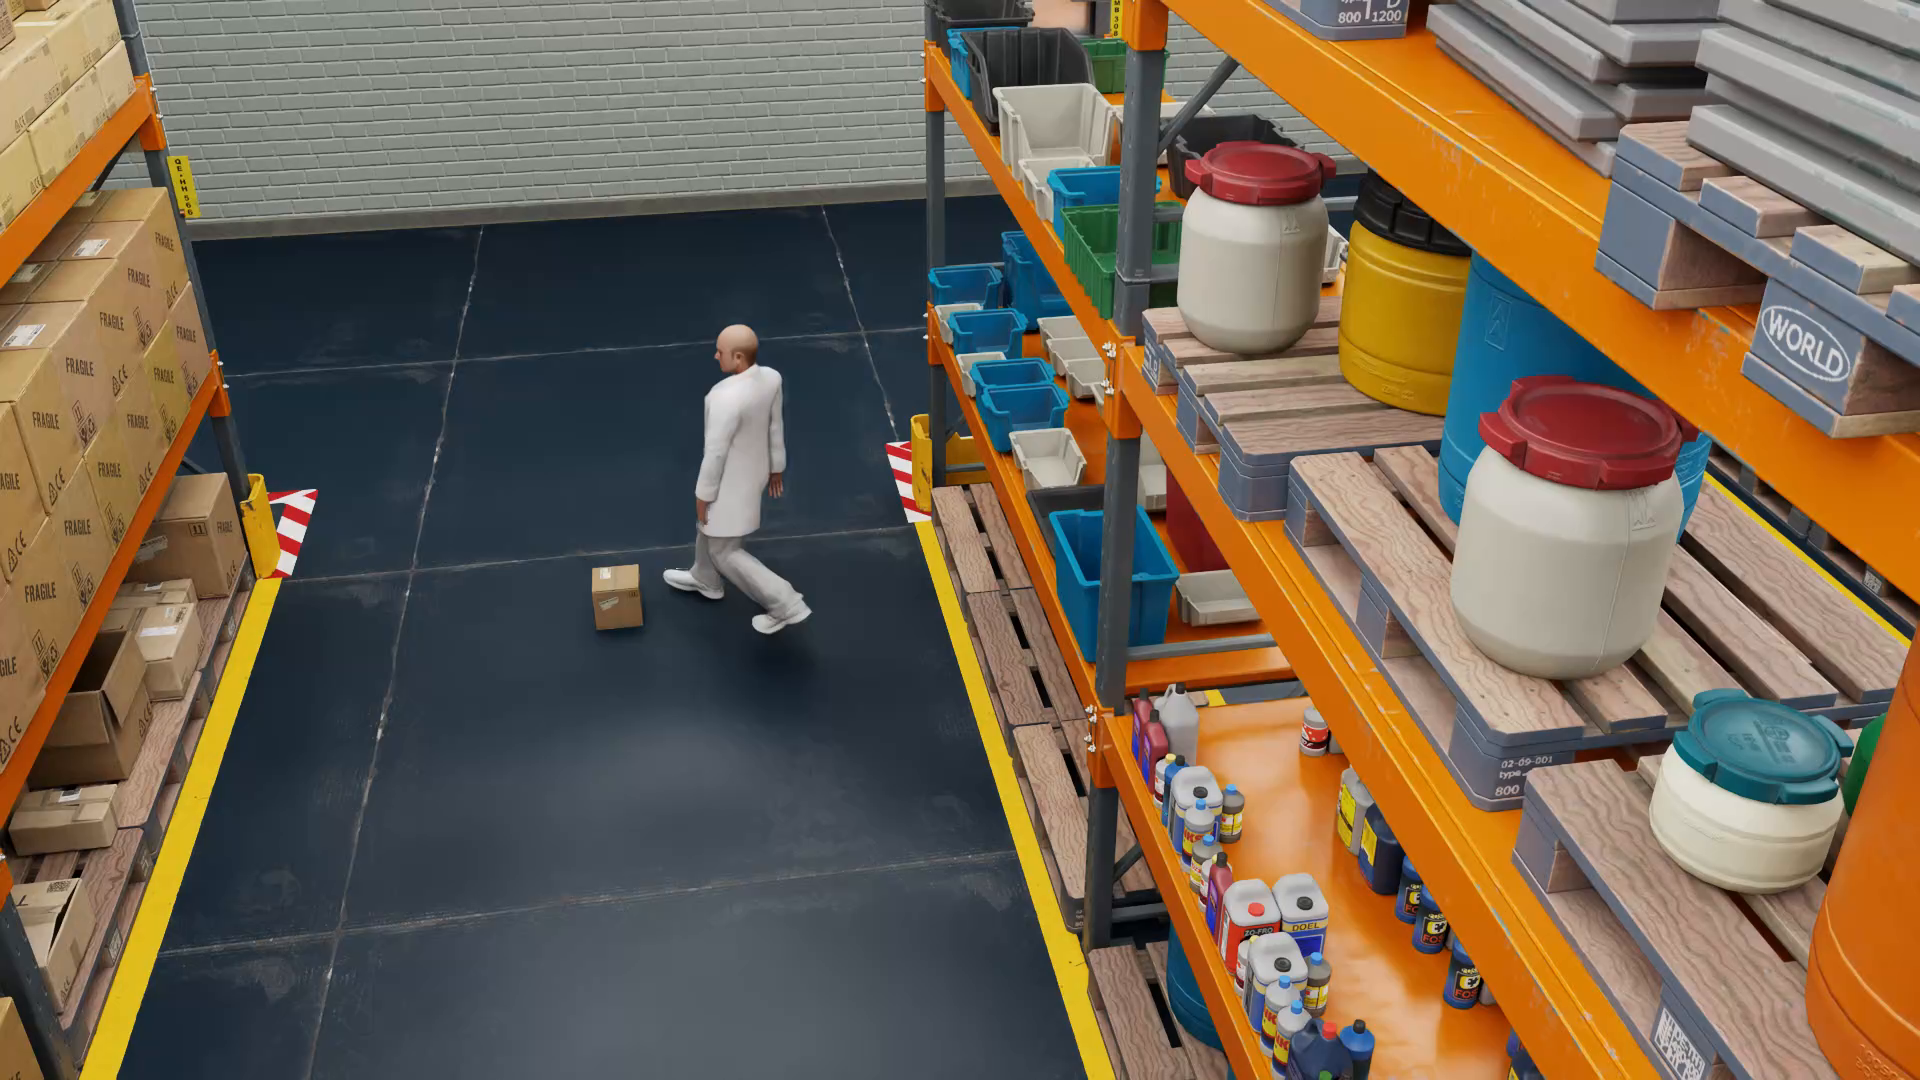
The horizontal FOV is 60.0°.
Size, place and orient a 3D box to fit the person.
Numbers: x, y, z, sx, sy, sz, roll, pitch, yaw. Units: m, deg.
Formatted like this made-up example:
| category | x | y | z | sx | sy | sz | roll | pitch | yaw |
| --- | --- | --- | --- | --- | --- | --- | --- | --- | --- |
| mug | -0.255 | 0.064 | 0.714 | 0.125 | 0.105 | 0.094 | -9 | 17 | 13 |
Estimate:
| category | x | y | z | sx | sy | sz | roll | pitch | yaw |
| --- | --- | --- | --- | --- | --- | --- | --- | --- | --- |
| person | -1.212 | -0.341 | 8.767 | 1.062 | 1.713 | 0.615 | 13 | 33 | 20 |
